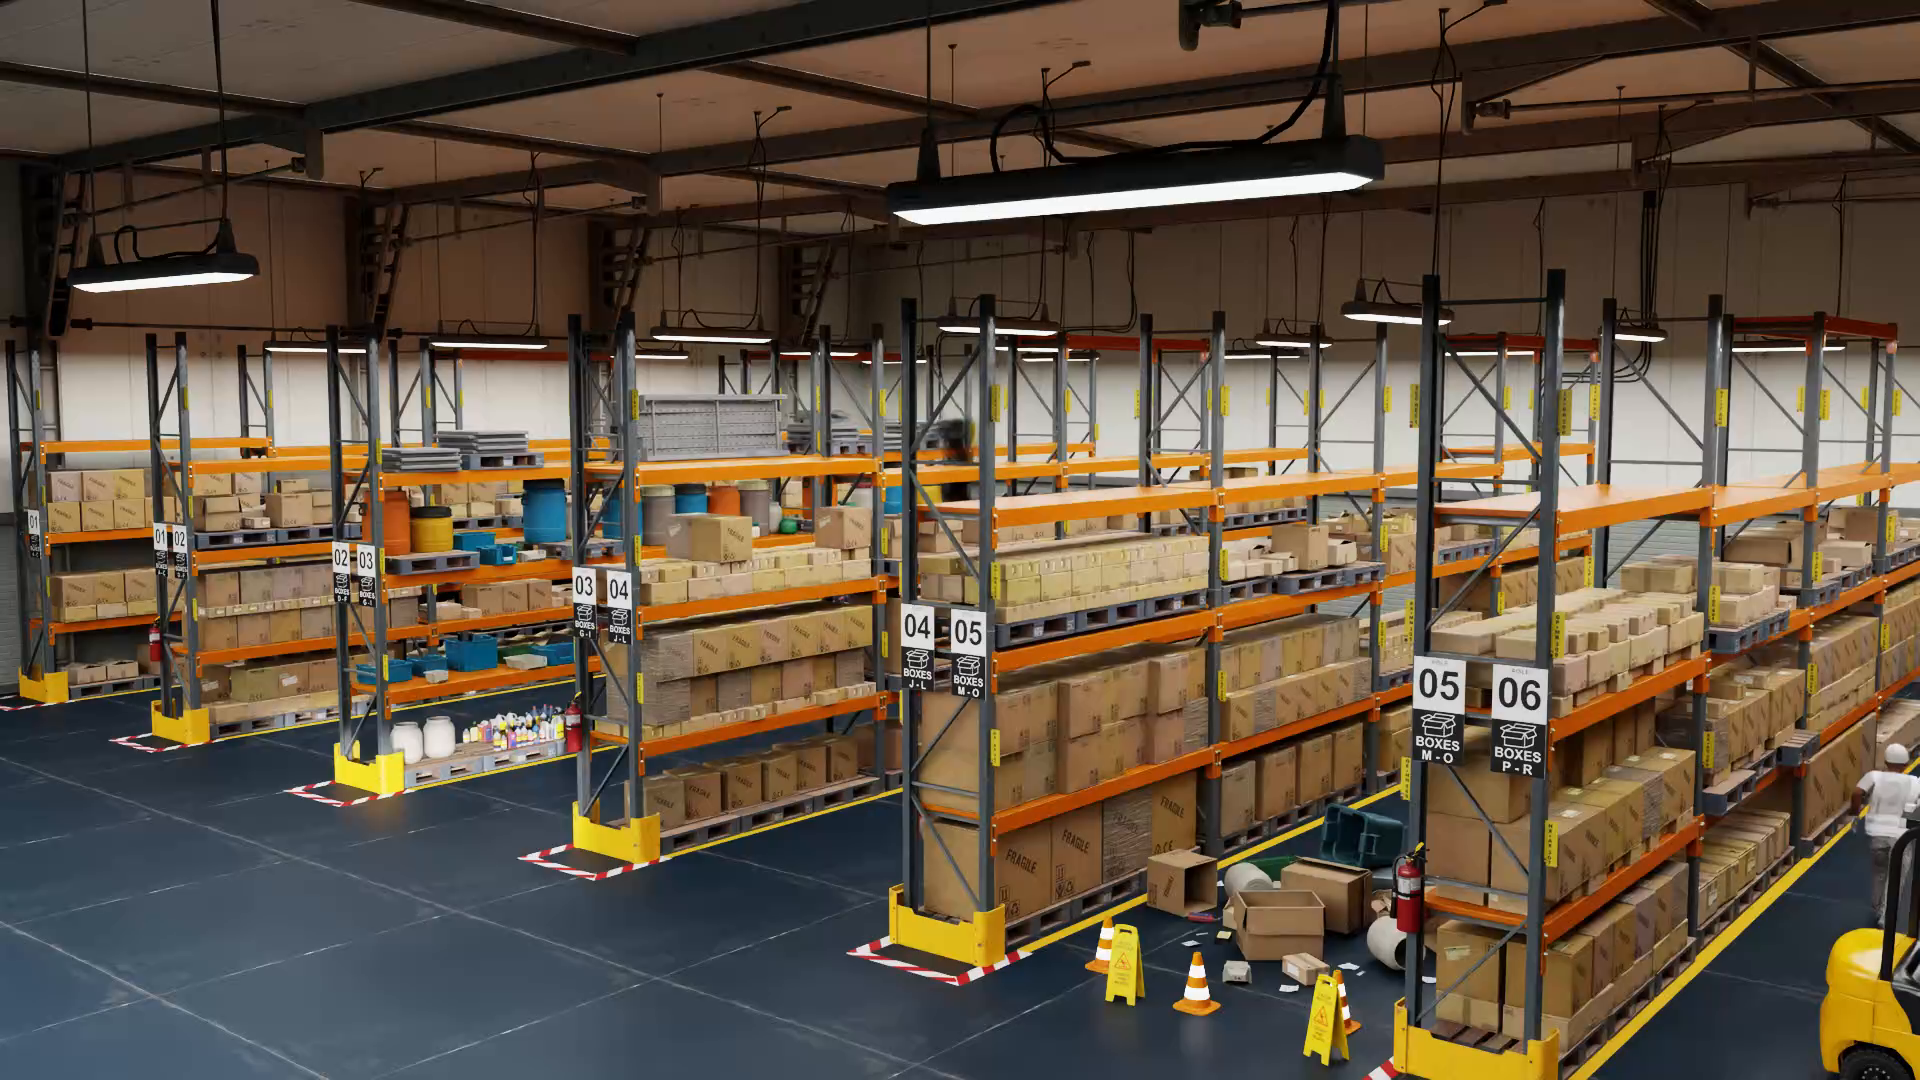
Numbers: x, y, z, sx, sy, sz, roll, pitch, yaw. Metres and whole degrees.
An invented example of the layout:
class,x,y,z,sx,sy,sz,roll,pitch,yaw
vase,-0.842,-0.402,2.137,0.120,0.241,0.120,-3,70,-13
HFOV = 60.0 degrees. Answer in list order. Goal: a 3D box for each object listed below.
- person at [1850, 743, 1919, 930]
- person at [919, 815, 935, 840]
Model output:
class,x,y,z,sx,sy,sz,roll,pitch,yaw
person,8.831,2.821,15.758,0.672,1.785,0.968,4,6,38
person,-0.202,2.782,17.784,0.610,1.545,0.915,5,7,45
